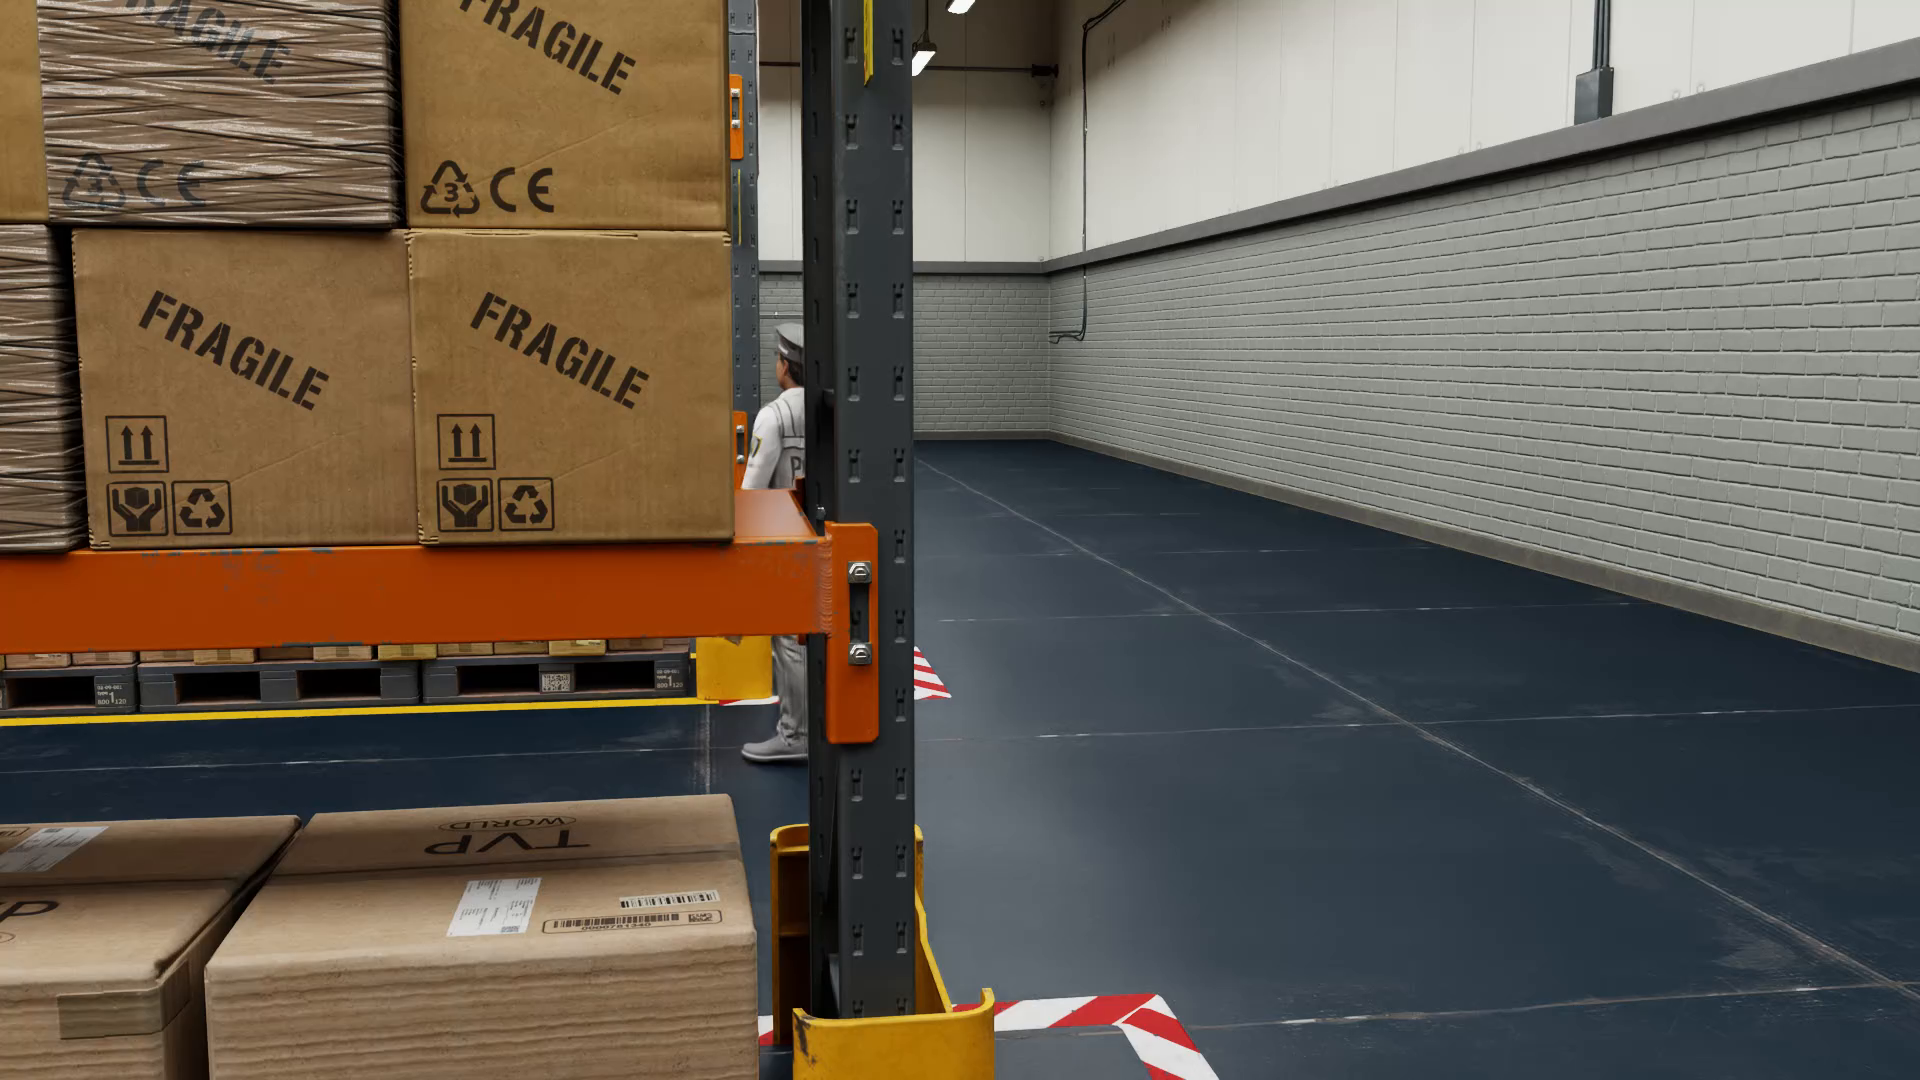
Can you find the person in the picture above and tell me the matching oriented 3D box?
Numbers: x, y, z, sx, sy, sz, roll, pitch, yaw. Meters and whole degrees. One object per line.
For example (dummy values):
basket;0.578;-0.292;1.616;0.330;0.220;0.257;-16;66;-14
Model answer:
person;-0.676;-0.001;6.551;0.510;1.699;0.492;-6;9;-42
